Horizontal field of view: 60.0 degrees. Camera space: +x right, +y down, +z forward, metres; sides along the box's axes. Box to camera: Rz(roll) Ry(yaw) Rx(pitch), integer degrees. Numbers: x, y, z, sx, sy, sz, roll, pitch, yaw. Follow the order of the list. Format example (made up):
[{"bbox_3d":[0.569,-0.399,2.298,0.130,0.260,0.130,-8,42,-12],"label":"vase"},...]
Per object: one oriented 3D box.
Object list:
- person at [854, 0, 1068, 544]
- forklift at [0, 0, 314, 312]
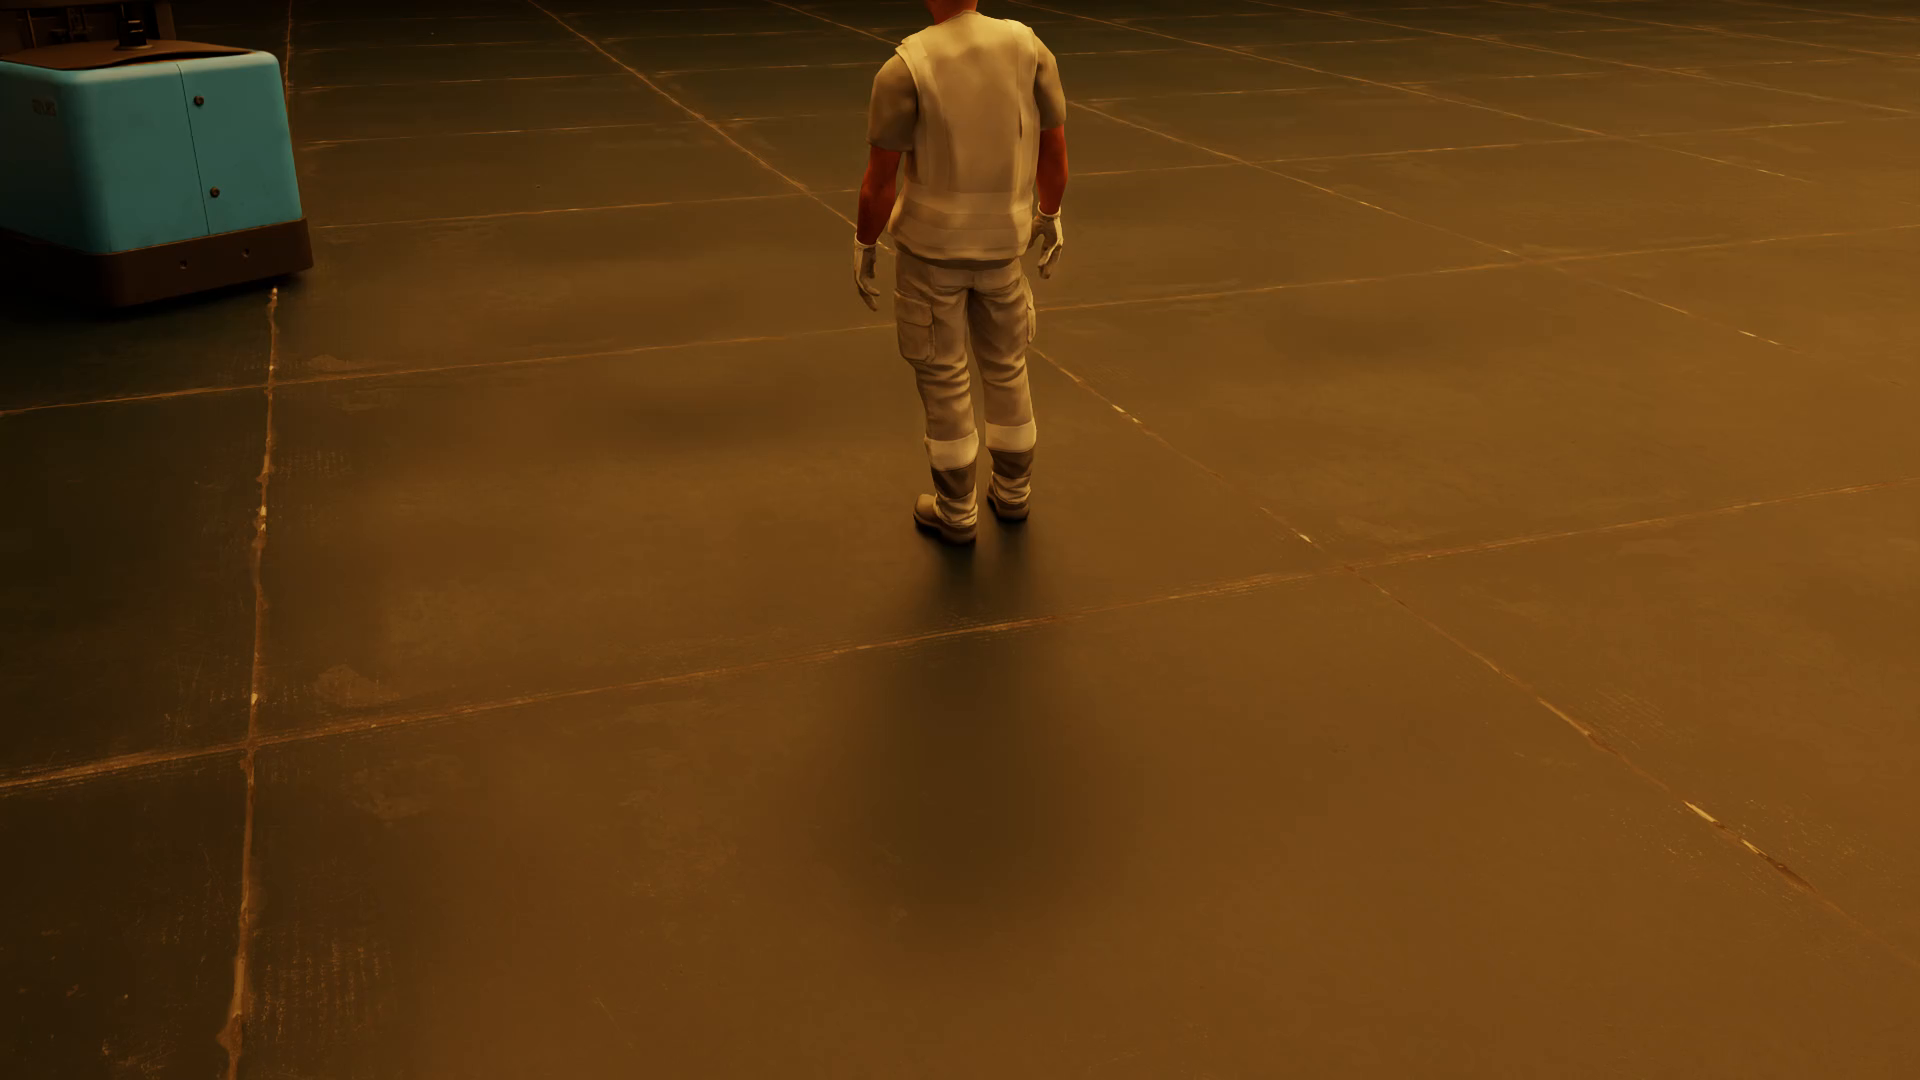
[{"bbox_3d":[-0.016,-0.862,4.803,0.637,1.787,0.564,-8,24,-18],"label":"person"},{"bbox_3d":[-4.591,-2.815,7.991,3.031,2.935,1.130,17,28,35],"label":"forklift"}]
